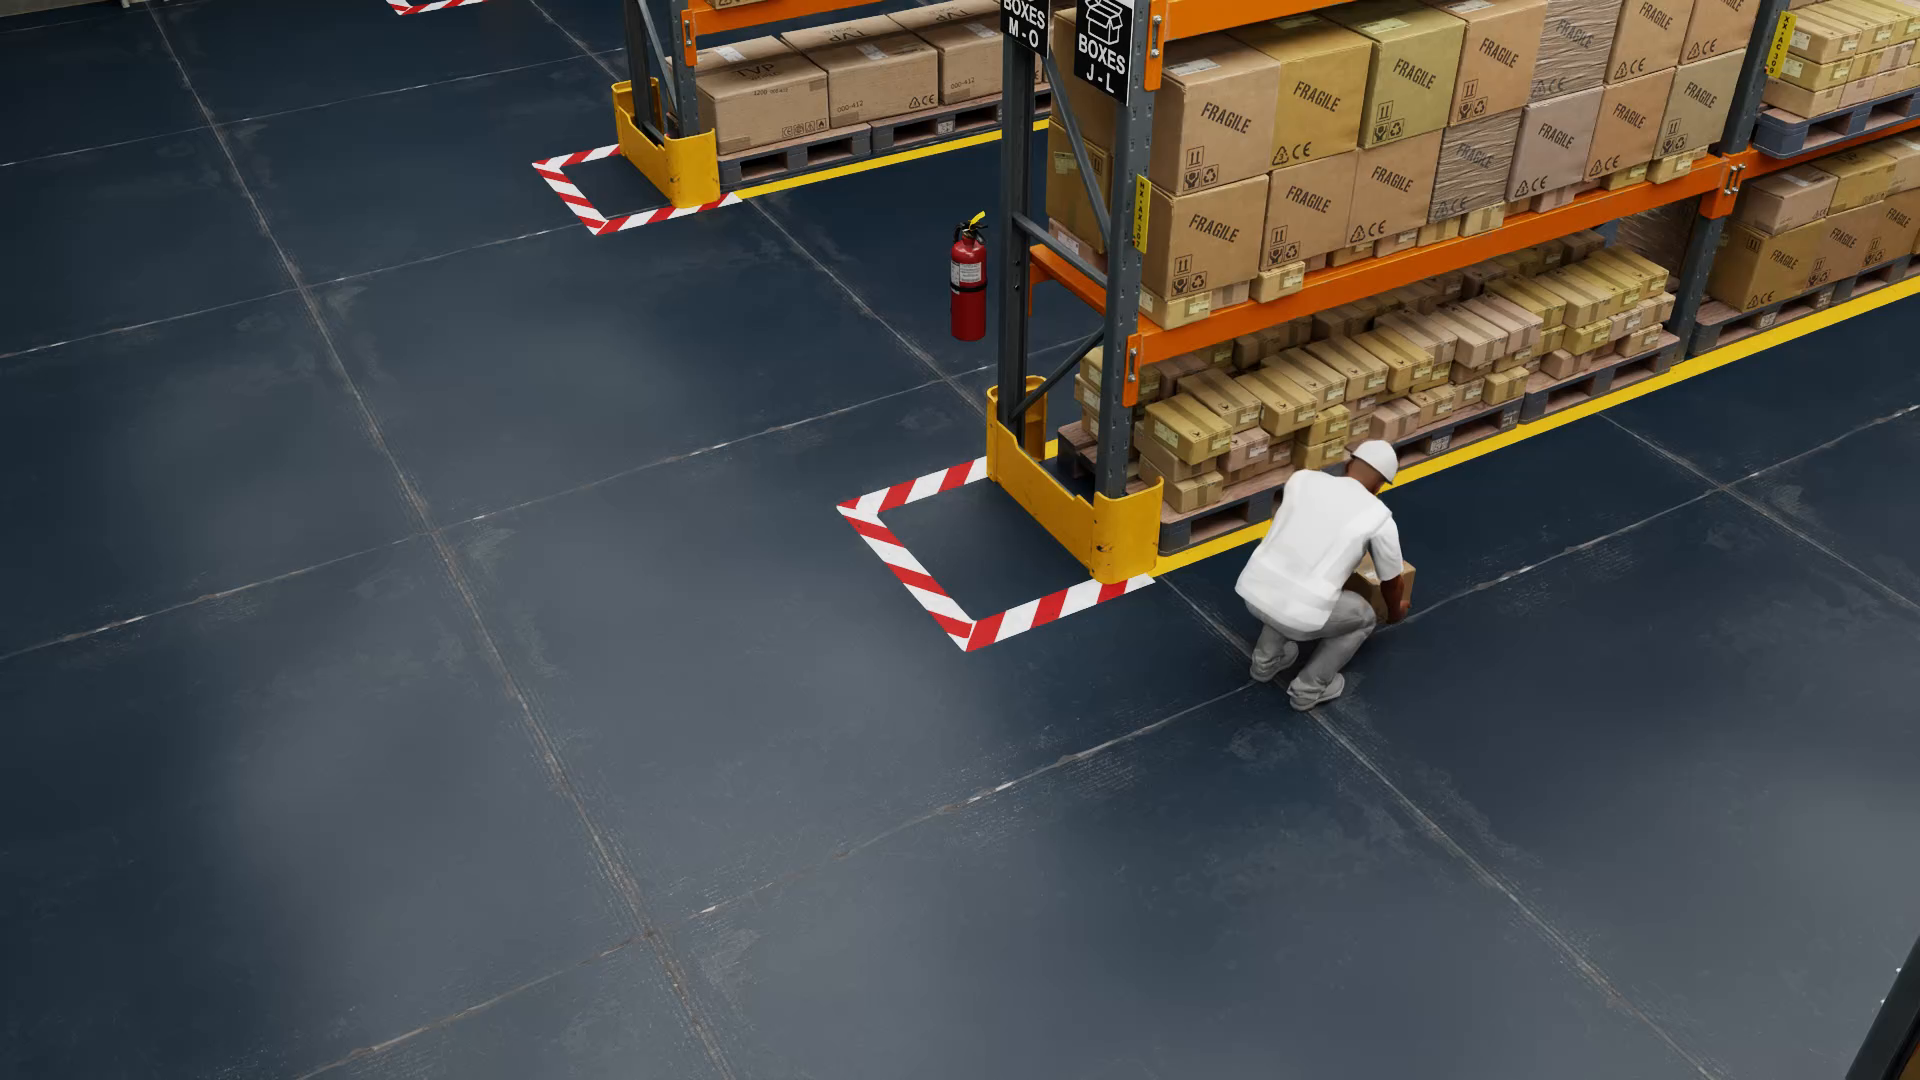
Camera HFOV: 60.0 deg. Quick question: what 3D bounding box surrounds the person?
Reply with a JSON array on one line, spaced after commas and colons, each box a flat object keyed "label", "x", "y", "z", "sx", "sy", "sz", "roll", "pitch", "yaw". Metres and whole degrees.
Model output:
[{"label": "person", "x": 1.561, "y": 0.144, "z": 7.283, "sx": 0.862, "sy": 1.091, "sz": 0.599, "roll": -26, "pitch": 44, "yaw": -30}]
